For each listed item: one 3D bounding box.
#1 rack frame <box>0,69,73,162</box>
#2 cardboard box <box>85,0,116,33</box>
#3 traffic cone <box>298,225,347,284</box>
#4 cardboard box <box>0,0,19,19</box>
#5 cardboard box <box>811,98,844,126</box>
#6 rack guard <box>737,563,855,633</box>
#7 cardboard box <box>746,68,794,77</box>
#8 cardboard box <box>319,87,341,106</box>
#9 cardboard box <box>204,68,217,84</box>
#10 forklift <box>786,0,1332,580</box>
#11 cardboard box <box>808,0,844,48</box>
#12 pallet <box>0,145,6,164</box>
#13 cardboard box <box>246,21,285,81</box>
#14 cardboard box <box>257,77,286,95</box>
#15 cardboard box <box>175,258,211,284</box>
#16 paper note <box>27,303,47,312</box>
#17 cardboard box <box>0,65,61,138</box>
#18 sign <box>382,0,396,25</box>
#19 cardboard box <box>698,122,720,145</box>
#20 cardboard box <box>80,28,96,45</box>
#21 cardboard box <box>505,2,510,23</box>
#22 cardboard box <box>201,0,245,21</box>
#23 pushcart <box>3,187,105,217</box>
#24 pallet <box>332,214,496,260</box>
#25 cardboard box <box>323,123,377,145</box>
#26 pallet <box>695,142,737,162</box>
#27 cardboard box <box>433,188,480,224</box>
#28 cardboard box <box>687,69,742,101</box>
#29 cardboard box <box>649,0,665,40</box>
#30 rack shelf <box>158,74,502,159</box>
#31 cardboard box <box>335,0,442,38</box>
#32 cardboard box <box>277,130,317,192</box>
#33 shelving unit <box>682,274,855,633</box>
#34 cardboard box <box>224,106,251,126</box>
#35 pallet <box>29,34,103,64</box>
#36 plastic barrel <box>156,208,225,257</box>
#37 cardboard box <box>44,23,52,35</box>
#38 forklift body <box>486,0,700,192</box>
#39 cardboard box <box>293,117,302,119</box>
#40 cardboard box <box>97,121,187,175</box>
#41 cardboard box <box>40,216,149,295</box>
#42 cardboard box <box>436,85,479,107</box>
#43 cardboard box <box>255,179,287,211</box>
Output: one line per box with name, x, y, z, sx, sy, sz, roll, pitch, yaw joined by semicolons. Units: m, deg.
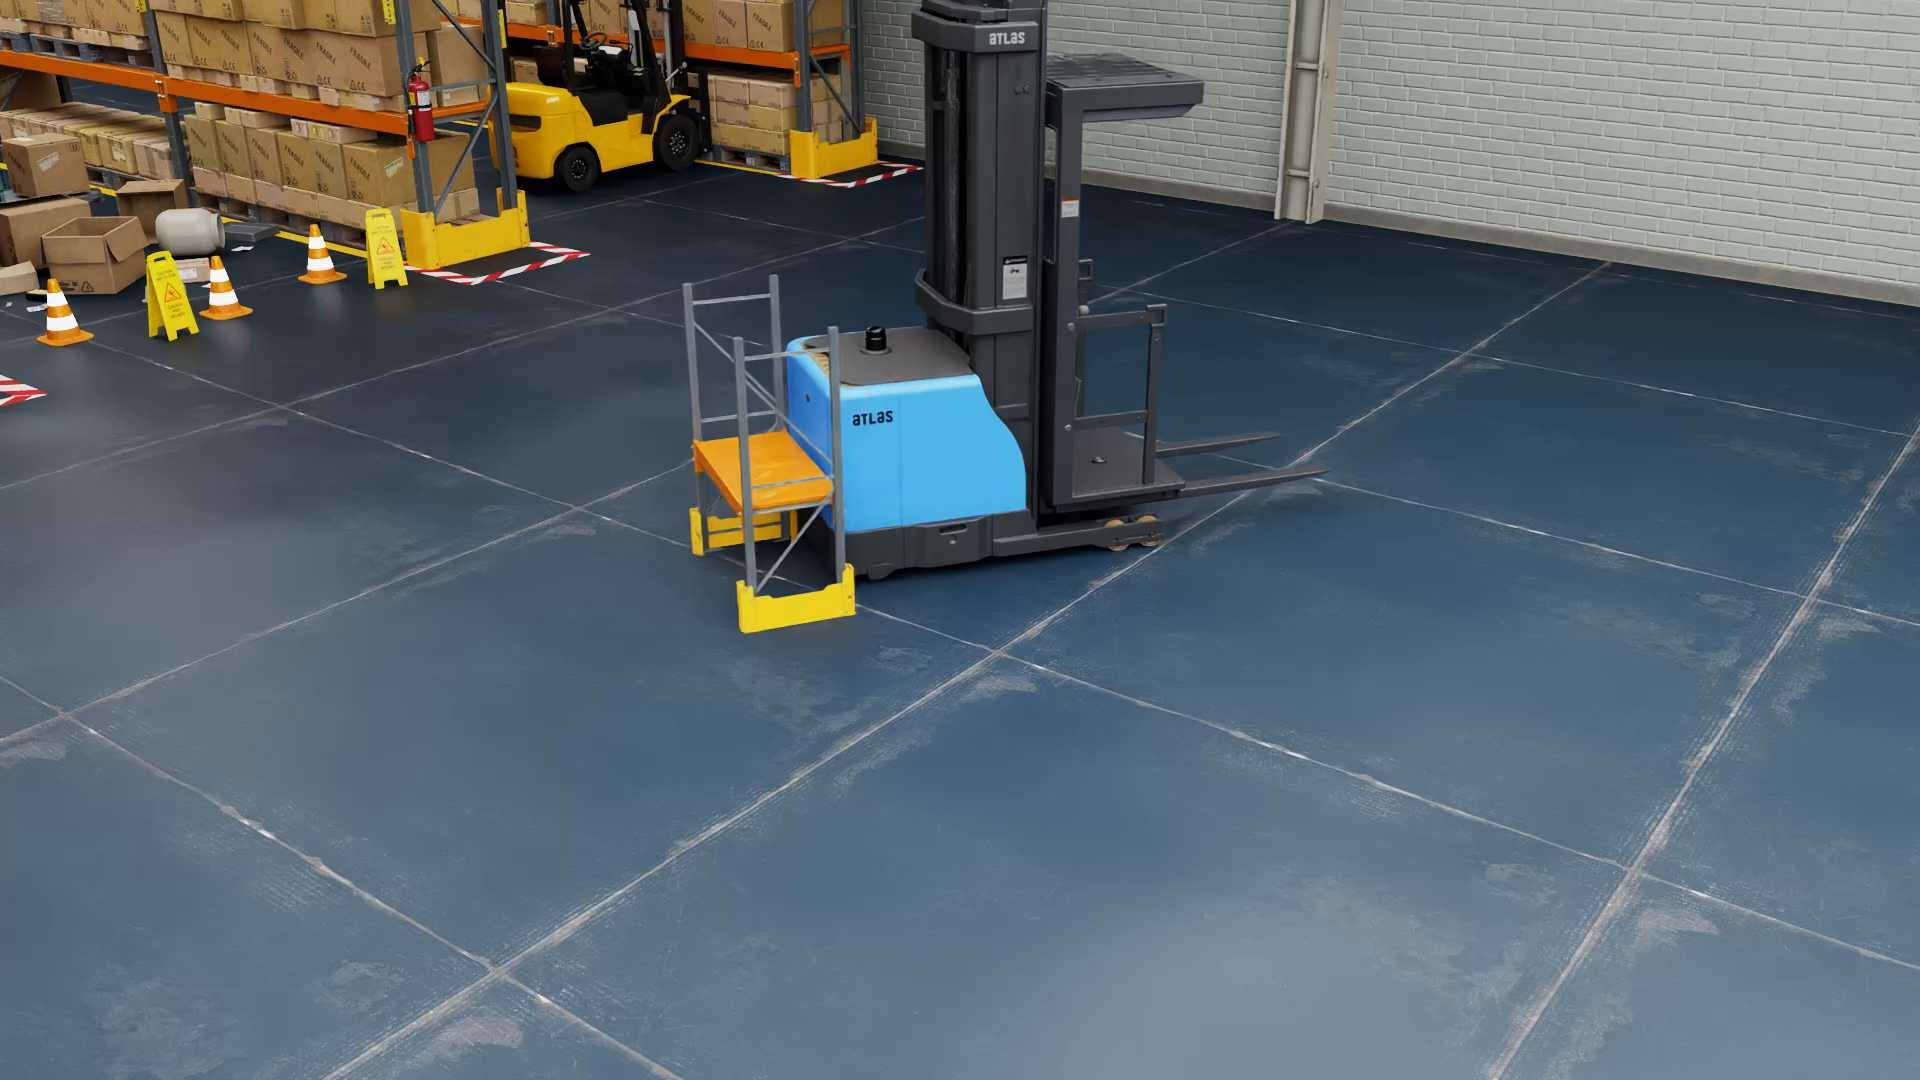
rack frame;-10.800;-5.886;18.889;0.127;3.000;1.000;17;29;33
cardboard box;-8.504;-5.450;16.886;0.500;0.500;0.500;17;29;34
traffic cone;-5.516;-2.478;14.301;0.334;0.463;0.336;17;29;33
cardboard box;-10.158;-5.953;18.027;0.500;0.500;0.500;19;30;36
cardboard box;-1.676;-4.897;18.914;0.500;0.250;0.500;17;29;34
rack guard;-0.814;0.289;8.283;0.587;0.250;0.087;-9;25;-20
cardboard box;-2.098;-5.242;19.077;0.500;0.250;0.500;17;29;33
cardboard box;-5.512;-4.005;14.931;0.250;0.149;0.380;17;29;34
cardboard box;-7.076;-4.525;16.112;0.250;0.149;0.380;17;29;33
forklift;0.613;-1.474;8.960;3.031;2.935;1.130;-8;25;-17
cardboard box;-1.654;-5.809;18.590;0.500;0.500;0.500;18;29;35
pallet;-10.176;-4.421;19.021;1.213;0.211;1.003;17;29;33
cardboard box;-6.189;-4.549;15.362;0.500;0.500;0.500;17;29;34
cardboard box;-6.303;-4.260;15.510;0.250;0.149;0.380;17;29;33
cardboard box;-6.658;-2.312;14.313;0.380;0.149;0.250;-10;26;-21
paper note;-7.490;-1.888;13.498;0.144;0.017;0.142;-15;28;-30
cardboard box;-11.303;-5.300;19.673;0.875;0.875;0.875;17;29;33
sign;-4.748;-4.452;13.806;0.005;0.325;0.100;17;29;33
cardboard box;-2.777;-4.747;19.192;0.500;0.250;0.500;17;29;34
cardboard box;-8.811;-5.212;17.150;0.250;0.149;0.380;17;29;34
cardboard box;-5.591;-6.610;20.718;0.500;0.250;0.500;17;29;33
cardboard box;-6.596;-5.121;15.420;0.500;0.500;0.700;16;28;32
pushcart;-8.927;-2.971;15.525;0.936;0.377;1.648;7;25;15
pallet;-5.088;-2.902;15.574;1.213;0.211;1.003;17;29;33
cardboard box;-5.530;-3.702;15.087;0.250;0.149;0.380;18;29;35
pallet;-3.034;-4.745;19.756;1.213;0.211;1.003;17;29;33
cardboard box;-4.878;-3.170;15.613;0.500;0.250;0.500;17;29;33
cardboard box;-2.802;-5.197;18.973;0.500;0.250;0.500;17;29;34
cardboard box;-3.205;-6.004;19.033;0.500;0.500;0.500;17;29;34
rack shelf;-5.999;-4.106;15.741;4.000;0.370;1.077;17;29;33
cardboard box;-4.938;-4.644;14.337;0.500;0.500;0.700;16;28;32
cardboard box;-6.015;-3.588;15.632;0.500;0.500;0.500;16;28;32
shelving unit;-0.999;-0.469;8.455;0.587;1.500;1.083;-9;25;-20
cardboard box;-6.813;-4.090;15.967;0.250;0.149;0.380;18;30;35
pallet;-9.192;-5.333;17.871;1.213;0.211;1.003;17;29;33
plastic barrel;-6.959;-2.784;15.043;0.512;0.421;0.421;-5;24;-12
cardboard box;-9.557;-5.503;17.809;0.250;0.149;0.380;18;30;35
forklift body;-4.036;-5.036;18.011;1.214;2.155;2.313;17;29;33
cardboard box;-6.148;-3.894;16.327;0.500;0.500;0.500;19;30;36
cardboard box;-8.598;-4.207;17.817;0.625;0.372;0.950;19;30;36
cardboard box;-7.323;-2.417;14.112;0.637;0.503;0.797;-1;24;-3
cardboard box;-4.546;-3.986;14.887;0.250;0.149;0.380;17;29;33
cardboard box;-6.429;-3.370;16.068;0.500;0.250;0.500;16;29;33
